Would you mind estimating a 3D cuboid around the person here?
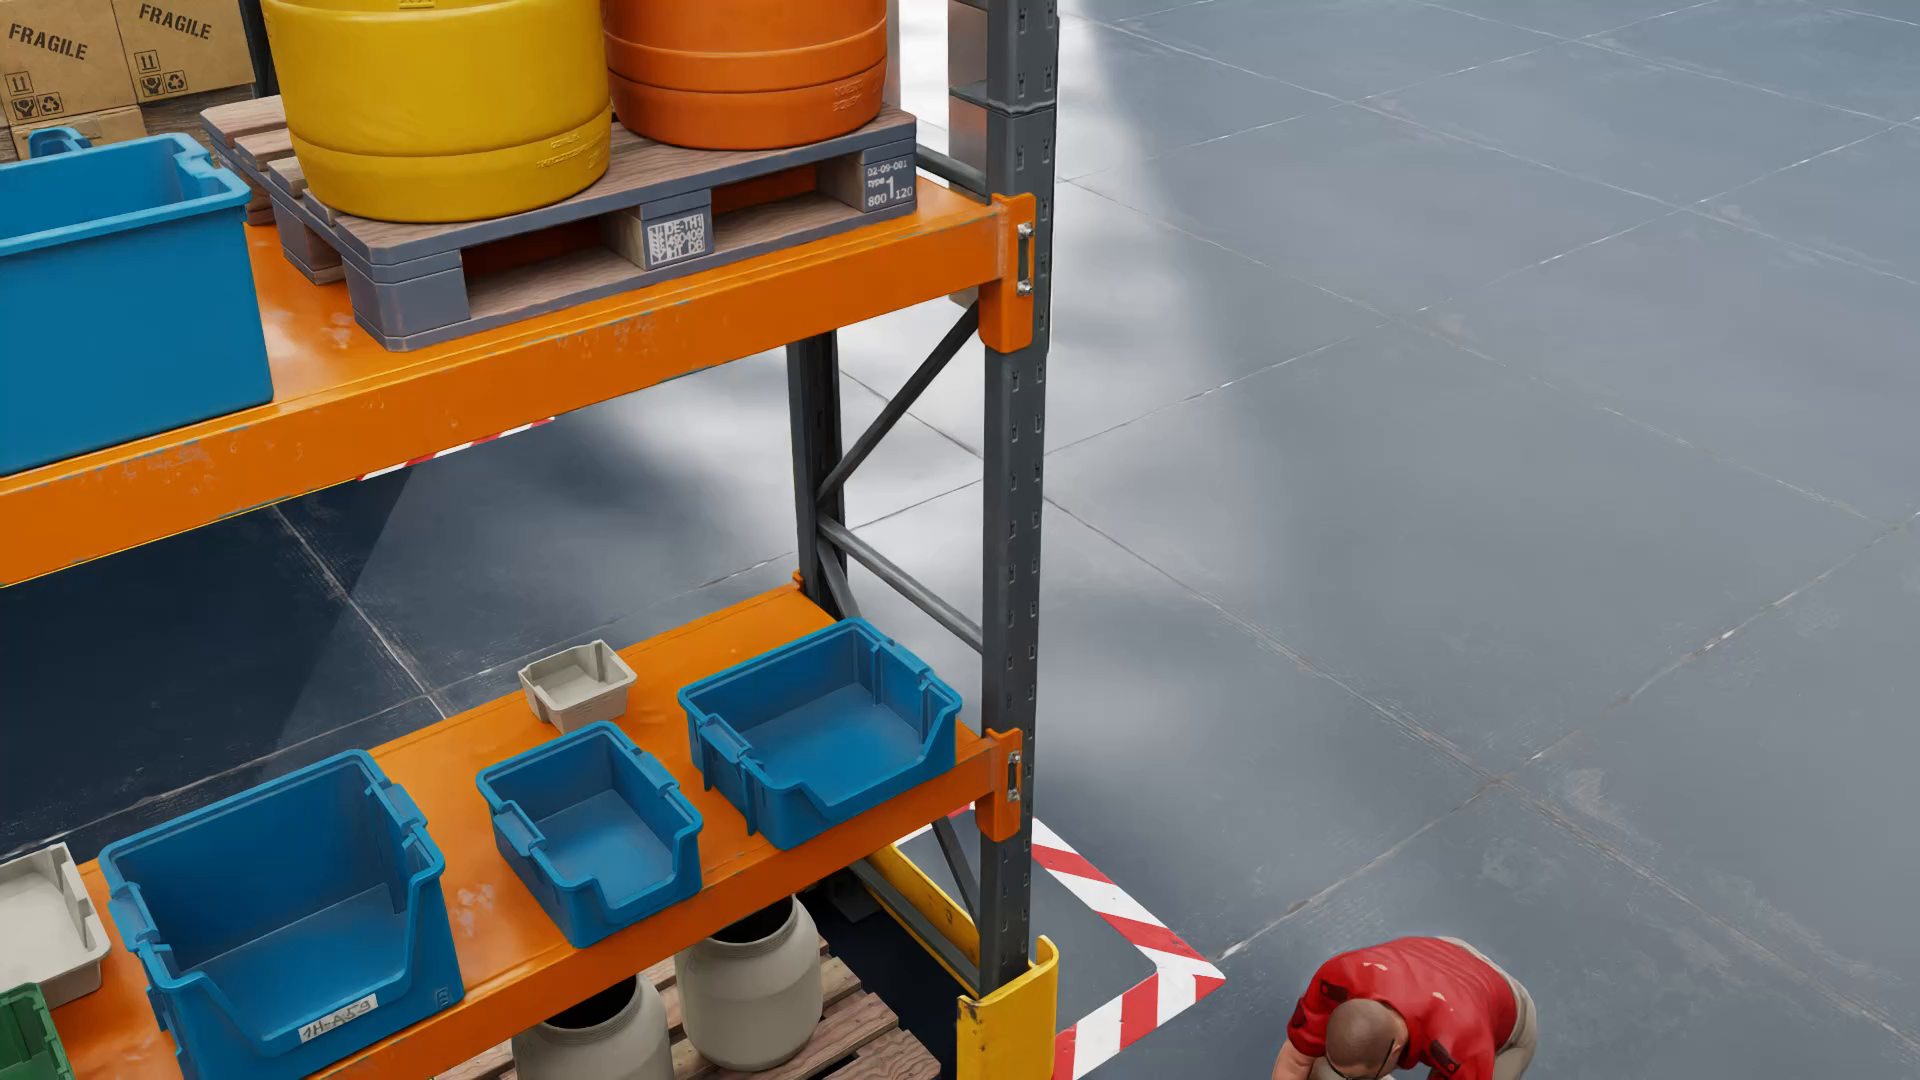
[{"bbox_3d":[1.219,1.451,4.508,0.865,1.012,0.570,-22,38,-31],"label":"person"}]
